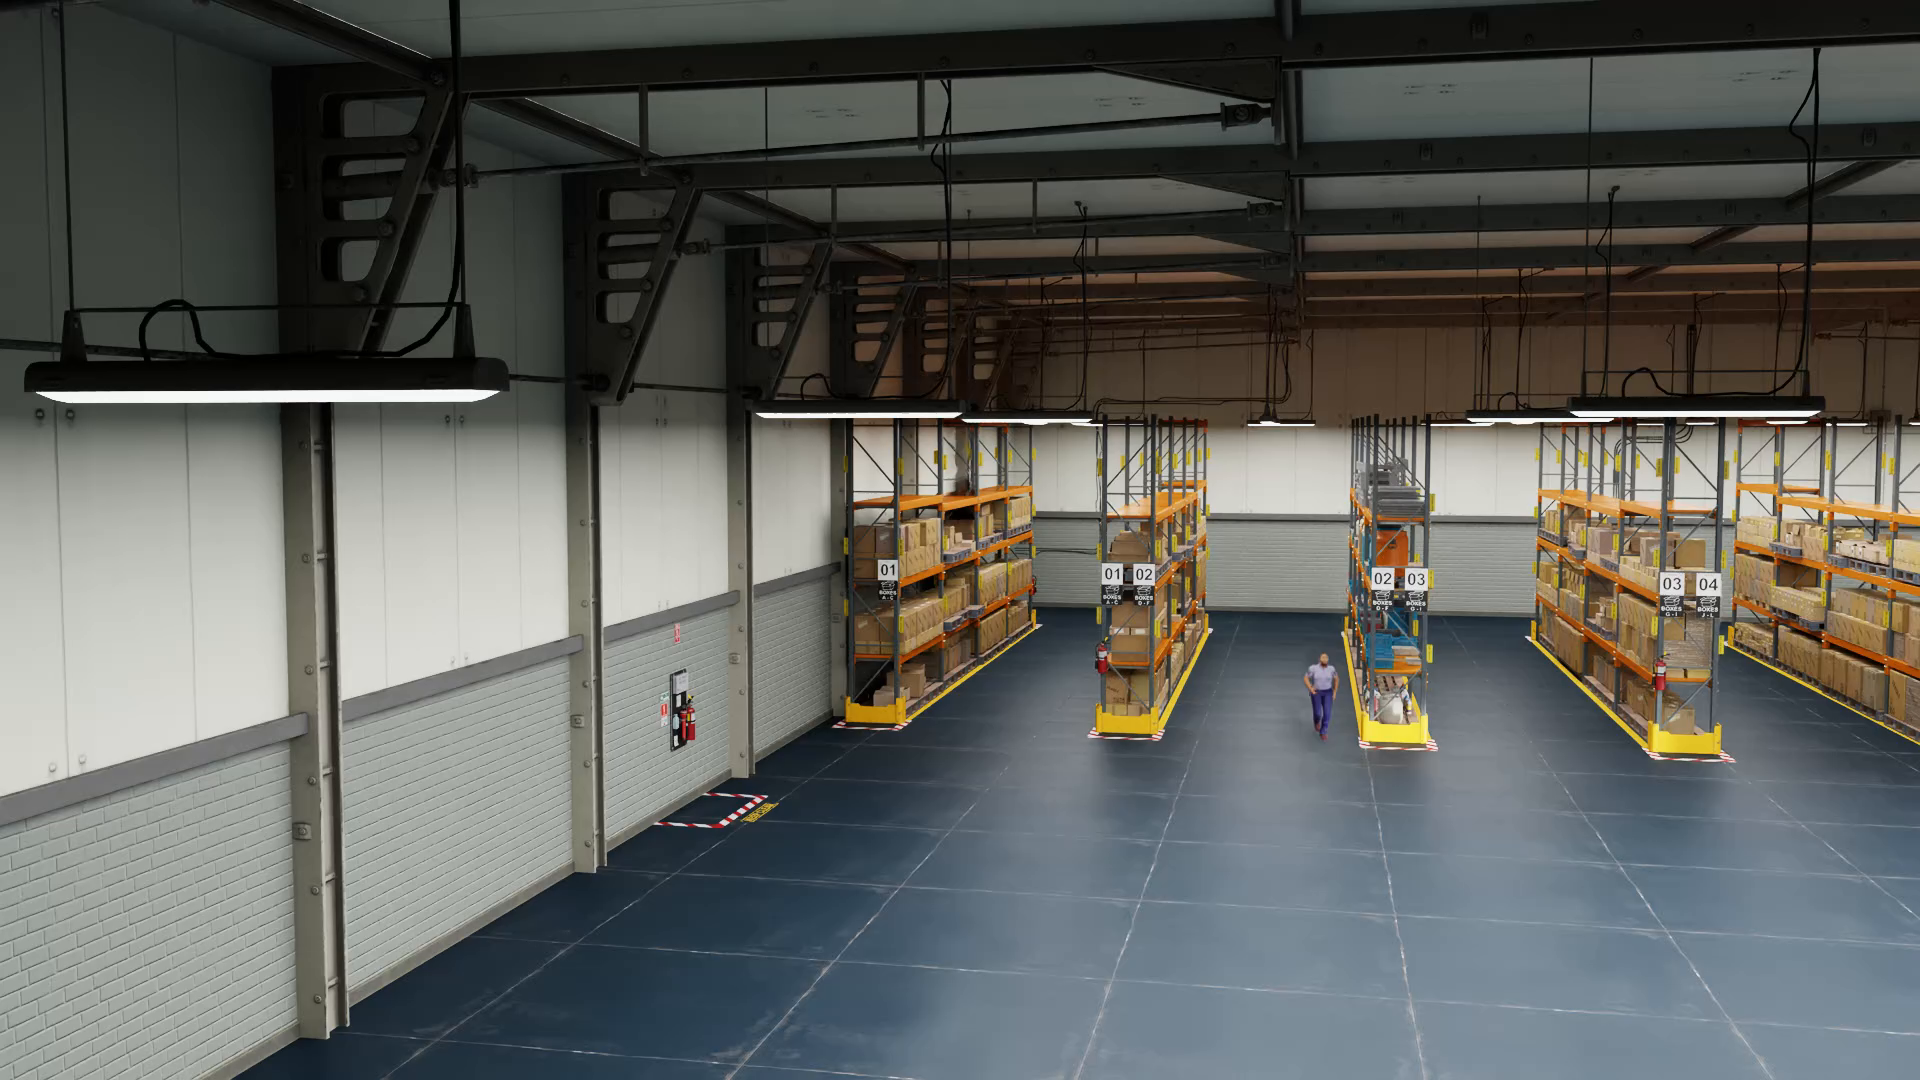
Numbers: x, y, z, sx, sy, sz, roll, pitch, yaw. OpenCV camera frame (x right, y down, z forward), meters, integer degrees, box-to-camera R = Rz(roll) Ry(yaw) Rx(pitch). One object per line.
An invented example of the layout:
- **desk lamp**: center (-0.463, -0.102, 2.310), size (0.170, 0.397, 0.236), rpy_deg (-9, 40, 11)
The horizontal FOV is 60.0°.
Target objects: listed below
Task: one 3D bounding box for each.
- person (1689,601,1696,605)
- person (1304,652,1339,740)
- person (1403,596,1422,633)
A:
- **person**: center (19.072, 2.002, 43.615), size (0.660, 1.650, 0.624), rpy_deg (1, 4, 16)
- **person**: center (6.708, 2.890, 30.818), size (0.638, 1.614, 0.531), rpy_deg (0, 4, 5)
- **person**: center (12.627, 1.733, 46.888), size (0.883, 1.764, 0.682), rpy_deg (1, 4, 12)
